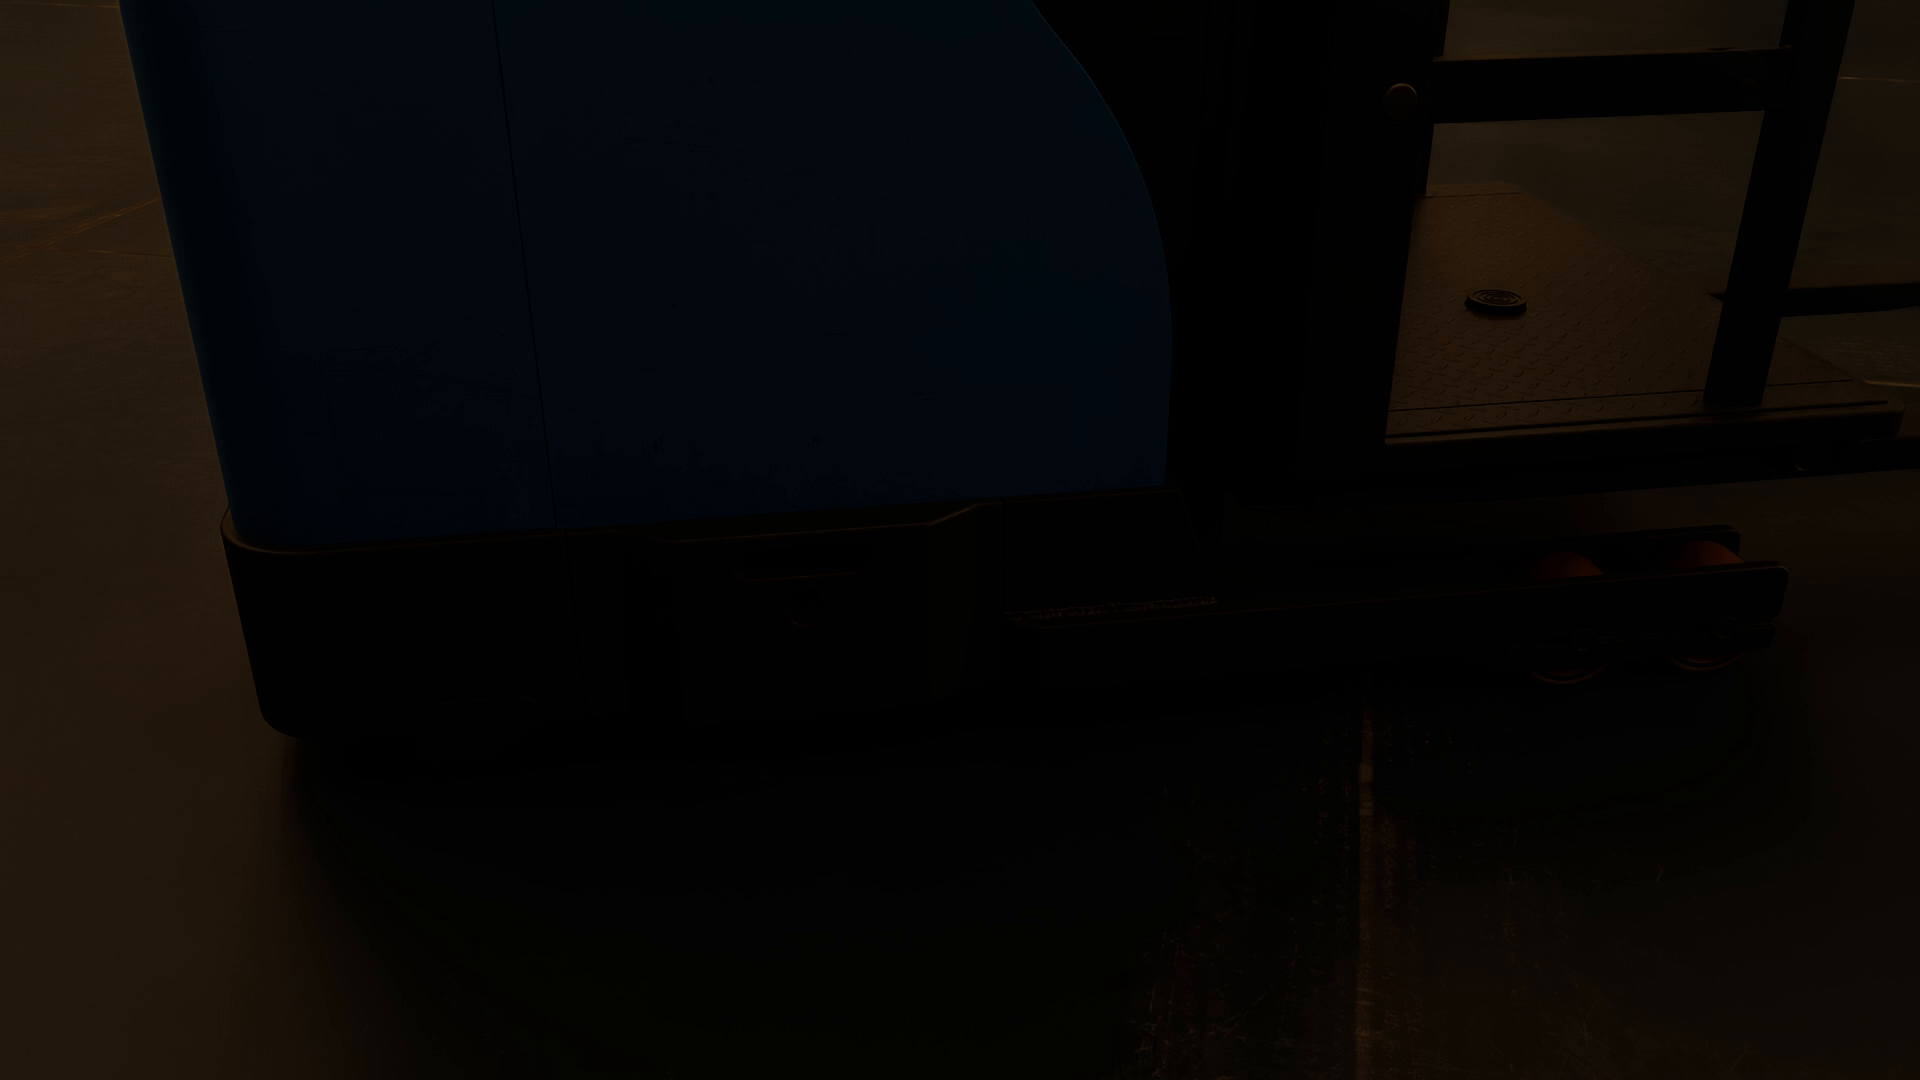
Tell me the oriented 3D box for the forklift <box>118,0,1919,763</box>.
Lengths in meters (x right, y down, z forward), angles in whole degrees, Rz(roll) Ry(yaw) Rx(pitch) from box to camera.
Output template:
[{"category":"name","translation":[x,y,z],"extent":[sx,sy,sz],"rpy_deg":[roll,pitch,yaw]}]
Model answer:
[{"category":"forklift","translation":[0.600,-1.354,1.930],"extent":[3.031,2.935,1.130],"rpy_deg":[-4,27,-9]}]
